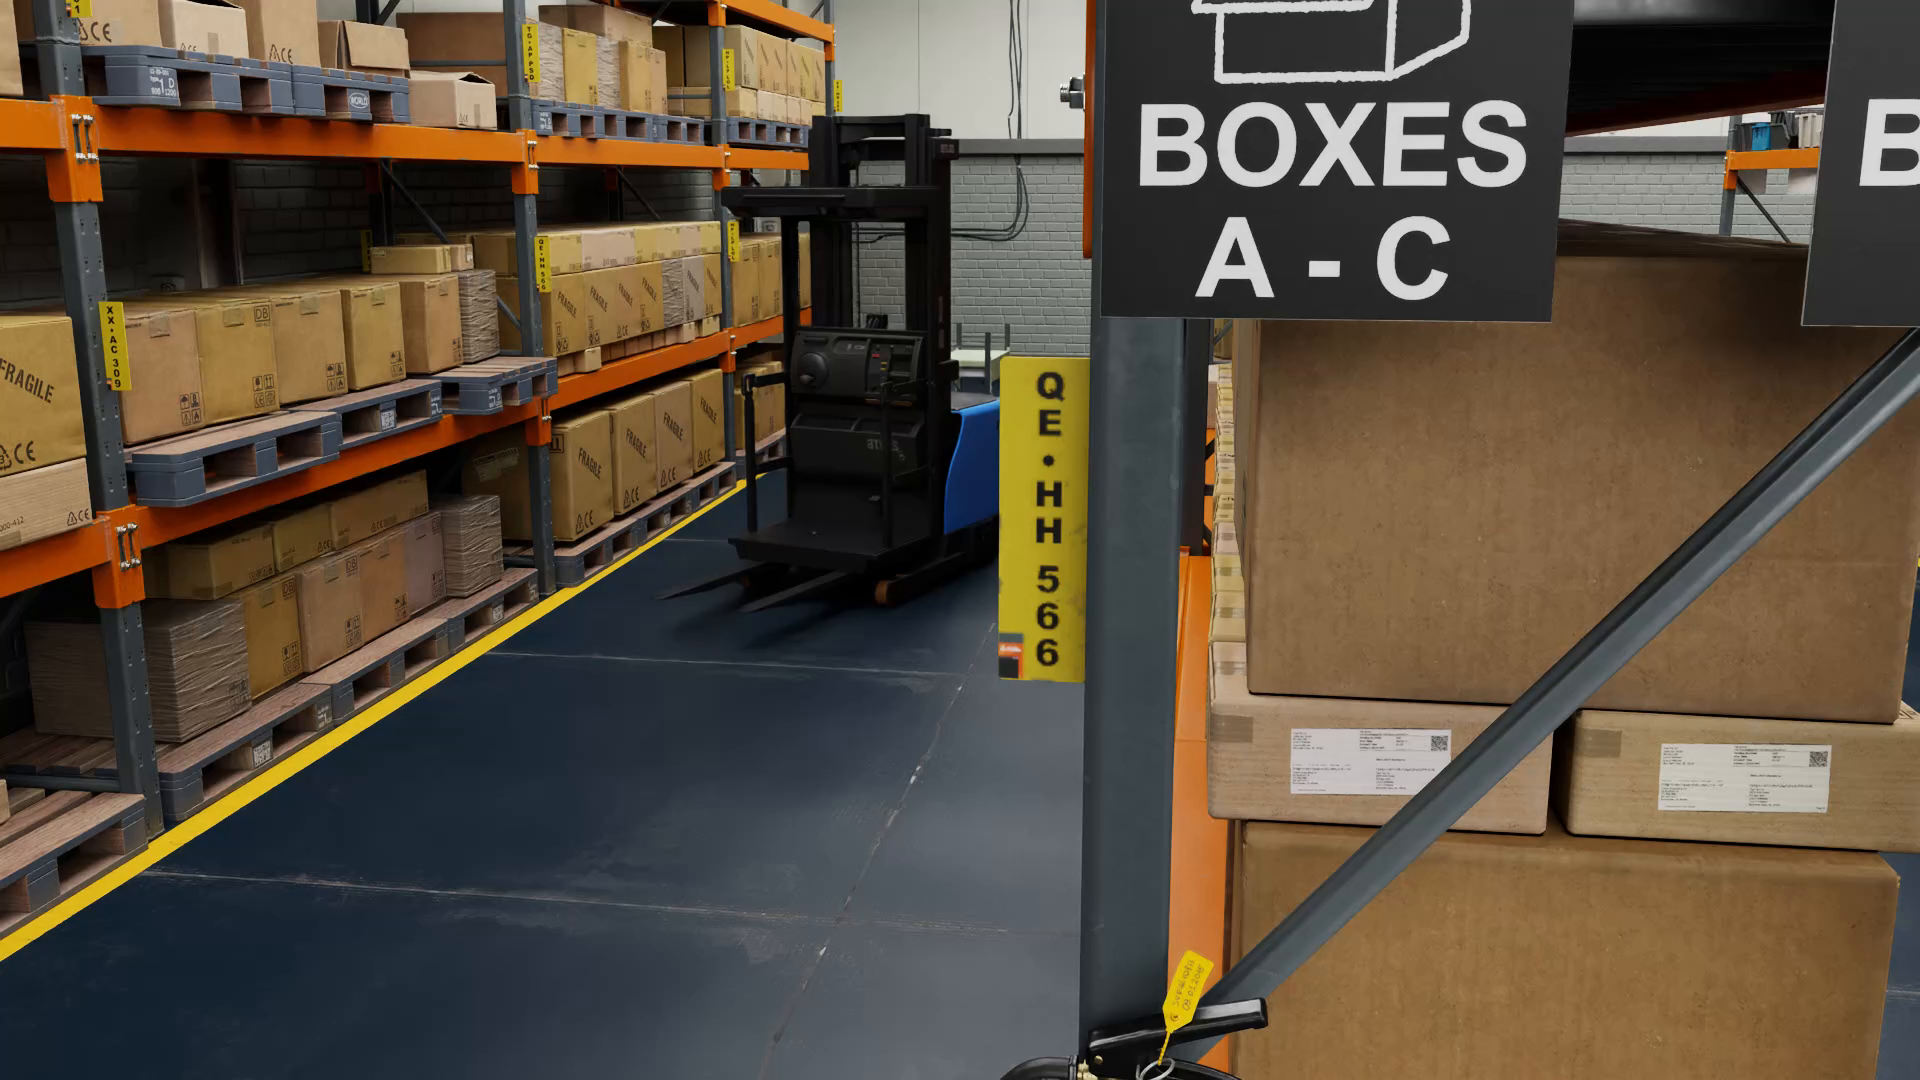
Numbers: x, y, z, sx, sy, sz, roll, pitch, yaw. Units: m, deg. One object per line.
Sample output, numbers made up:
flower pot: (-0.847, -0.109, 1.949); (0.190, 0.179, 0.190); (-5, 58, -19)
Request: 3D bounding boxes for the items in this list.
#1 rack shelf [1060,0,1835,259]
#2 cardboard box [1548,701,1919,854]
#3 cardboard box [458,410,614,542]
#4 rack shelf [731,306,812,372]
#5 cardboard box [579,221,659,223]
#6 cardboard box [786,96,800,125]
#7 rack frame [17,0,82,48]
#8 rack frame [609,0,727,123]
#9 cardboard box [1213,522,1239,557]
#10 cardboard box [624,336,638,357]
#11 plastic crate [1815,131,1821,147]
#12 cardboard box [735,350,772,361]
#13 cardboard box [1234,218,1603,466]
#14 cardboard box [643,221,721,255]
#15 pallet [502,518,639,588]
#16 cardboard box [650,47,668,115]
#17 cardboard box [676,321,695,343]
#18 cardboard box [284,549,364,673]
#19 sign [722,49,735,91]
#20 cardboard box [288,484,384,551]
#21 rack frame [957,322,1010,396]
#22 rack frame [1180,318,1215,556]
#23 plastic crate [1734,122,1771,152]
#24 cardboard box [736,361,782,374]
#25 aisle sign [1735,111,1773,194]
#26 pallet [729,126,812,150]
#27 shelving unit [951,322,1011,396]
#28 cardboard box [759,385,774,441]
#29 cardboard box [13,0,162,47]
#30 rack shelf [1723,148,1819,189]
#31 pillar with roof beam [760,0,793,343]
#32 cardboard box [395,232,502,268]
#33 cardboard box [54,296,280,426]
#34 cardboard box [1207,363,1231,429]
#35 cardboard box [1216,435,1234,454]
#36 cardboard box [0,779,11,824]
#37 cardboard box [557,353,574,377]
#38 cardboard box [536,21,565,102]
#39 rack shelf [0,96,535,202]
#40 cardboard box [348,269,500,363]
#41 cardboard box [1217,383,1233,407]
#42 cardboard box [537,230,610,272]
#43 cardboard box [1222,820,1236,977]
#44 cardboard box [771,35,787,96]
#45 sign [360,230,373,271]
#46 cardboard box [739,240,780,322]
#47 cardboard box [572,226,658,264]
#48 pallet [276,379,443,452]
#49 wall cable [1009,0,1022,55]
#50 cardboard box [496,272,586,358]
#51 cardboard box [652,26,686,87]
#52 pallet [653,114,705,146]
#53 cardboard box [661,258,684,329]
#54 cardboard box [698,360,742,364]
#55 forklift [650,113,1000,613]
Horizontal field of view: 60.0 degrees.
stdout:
rack shelf: (0.930, -0.846, 3.387); (1.077, 0.370, 4.000); (2, 12, 9)
cardboard box: (0.896, 0.244, 1.963); (0.380, 0.149, 0.250); (2, 12, 8)
cardboard box: (-2.800, -0.443, 11.036); (0.750, 0.750, 0.750); (2, 12, 8)
rack shelf: (-2.120, -2.037, 16.035); (1.077, 0.370, 4.000); (2, 12, 9)
cardboard box: (-2.755, -2.456, 13.499); (0.500, 0.250, 0.500); (2, 12, 10)
cardboard box: (-1.817, -4.075, 15.782); (0.500, 0.250, 0.500); (2, 12, 7)
rack frame: (-3.658, -3.240, 5.668); (1.000, 3.000, 0.127); (2, 12, 9)
rack frame: (-2.427, -4.905, 13.395); (1.000, 3.000, 0.127); (2, 12, 9)
cardboard box: (0.612, 0.073, 2.757); (0.380, 0.149, 0.250); (2, 12, 9)
cardboard box: (-2.538, -1.408, 11.954); (0.380, 0.149, 0.250); (2, 12, 9)
plastic crate: (7.182, -3.266, 13.535); (0.293, 0.136, 0.466); (2, 12, 9)
cardboard box: (-2.115, -1.832, 16.770); (0.380, 0.149, 0.250); (2, 12, 9)
cardboard box: (0.944, -0.425, 3.528); (0.700, 0.500, 0.500); (2, 12, 9)
cardboard box: (-2.246, -2.438, 13.415); (0.500, 0.250, 0.500); (2, 12, 10)
pallet: (-2.847, 0.061, 11.208); (1.003, 0.211, 1.213); (2, 12, 9)
cardboard box: (-2.671, -3.523, 12.821); (0.700, 0.500, 0.500); (1, 12, 6)
cardboard box: (-2.282, -1.618, 12.928); (0.380, 0.149, 0.250); (2, 12, 9)
cardboard box: (-3.413, 0.332, 8.224); (0.700, 0.500, 0.500); (2, 12, 9)
sign: (-1.890, -3.830, 13.551); (0.100, 0.325, 0.005); (2, 12, 9)
cardboard box: (-3.325, -0.124, 8.560); (0.500, 0.250, 0.500); (2, 12, 8)
rack frame: (0.172, -0.879, 12.510); (0.400, 1.500, 0.023); (3, 12, 12)
rack frame: (1.238, -0.148, 5.559); (1.000, 3.000, 0.127); (2, 12, 9)
plastic crate: (7.643, -3.816, 15.769); (0.497, 0.269, 0.590); (2, 12, 9)
cardboard box: (-1.898, -1.600, 15.693); (0.380, 0.149, 0.250); (2, 12, 7)
aisle sign: (7.695, -3.780, 16.242); (0.394, 0.787, 0.004); (2, 12, 9)
pallet: (-1.916, -4.074, 16.866); (1.003, 0.211, 1.213); (2, 12, 9)
shelving unit: (0.094, -0.803, 12.160); (0.431, 1.500, 0.755); (3, 12, 12)
cardboard box: (-2.130, -1.213, 15.438); (0.700, 0.500, 0.500); (2, 12, 8)
cardboard box: (-3.494, -2.139, 6.445); (0.500, 0.500, 0.500); (4, 13, 17)
rack shelf: (7.670, -3.183, 14.229); (1.077, 0.370, 4.000); (2, 12, 9)
pillar with roof beam: (2.002, -6.189, 19.350); (9.100, 9.000, 0.400); (2, 12, 9)
cardboard box: (-3.229, -1.814, 10.518); (0.500, 0.250, 0.500); (2, 12, 10)
cardboard box: (-3.453, -0.792, 7.268); (0.700, 0.500, 0.500); (3, 13, 14)
cardboard box: (1.524, -0.757, 8.597); (0.500, 0.311, 0.500); (2, 12, 8)
cardboard box: (0.770, -0.141, 3.753); (0.380, 0.149, 0.250); (2, 12, 8)
cardboard box: (-3.710, 0.975, 6.031); (0.380, 0.166, 0.250); (0, 12, 1)
cardboard box: (-2.716, -1.140, 10.713); (0.380, 0.149, 0.250); (2, 12, 9)
cardboard box: (-2.995, -3.085, 10.787); (0.700, 0.500, 0.500); (1, 12, 6)
rack shelf: (-3.350, -1.838, 7.992); (1.077, 0.370, 4.000); (2, 12, 9)
cardboard box: (-3.105, -1.306, 9.651); (0.700, 0.500, 0.500); (0, 12, 2)
cardboard box: (0.929, -0.358, 4.757); (0.380, 0.149, 0.250); (2, 12, 7)
cardboard box: (-2.636, -1.909, 10.960); (0.500, 0.250, 0.500); (2, 12, 8)
cardboard box: (0.783, 0.430, 2.641); (0.700, 0.500, 0.500); (2, 12, 10)
cardboard box: (-1.897, -4.336, 15.215); (0.500, 0.500, 0.500); (2, 12, 9)
sign: (-3.591, -1.723, 10.122); (0.100, 0.325, 0.005); (2, 12, 9)
cardboard box: (-2.210, -2.384, 15.221); (0.980, 0.700, 0.700); (2, 12, 7)
cardboard box: (-2.491, -2.119, 11.937); (0.500, 0.250, 0.500); (2, 12, 7)
pallet: (-3.306, -0.633, 8.266); (1.003, 0.211, 1.213); (2, 12, 9)
wall cable: (2.084, -7.767, 22.057); (3.097, 2.526, 0.112); (2, 12, 9)
cardboard box: (-2.715, -1.437, 10.550); (0.500, 0.500, 0.500); (2, 12, 10)
cardboard box: (-2.550, -4.139, 14.303); (0.500, 0.500, 0.500); (2, 12, 8)
pallet: (-2.519, -3.153, 12.838); (0.805, 0.209, 1.217); (1, 12, 6)
cardboard box: (-2.403, -1.862, 12.521); (0.500, 0.500, 0.500); (2, 12, 9)
cardboard box: (-2.271, -1.619, 15.783); (0.380, 0.149, 0.250); (2, 12, 9)
forklift: (-0.753, -1.133, 10.295); (1.130, 2.935, 3.031); (6, 14, 27)
